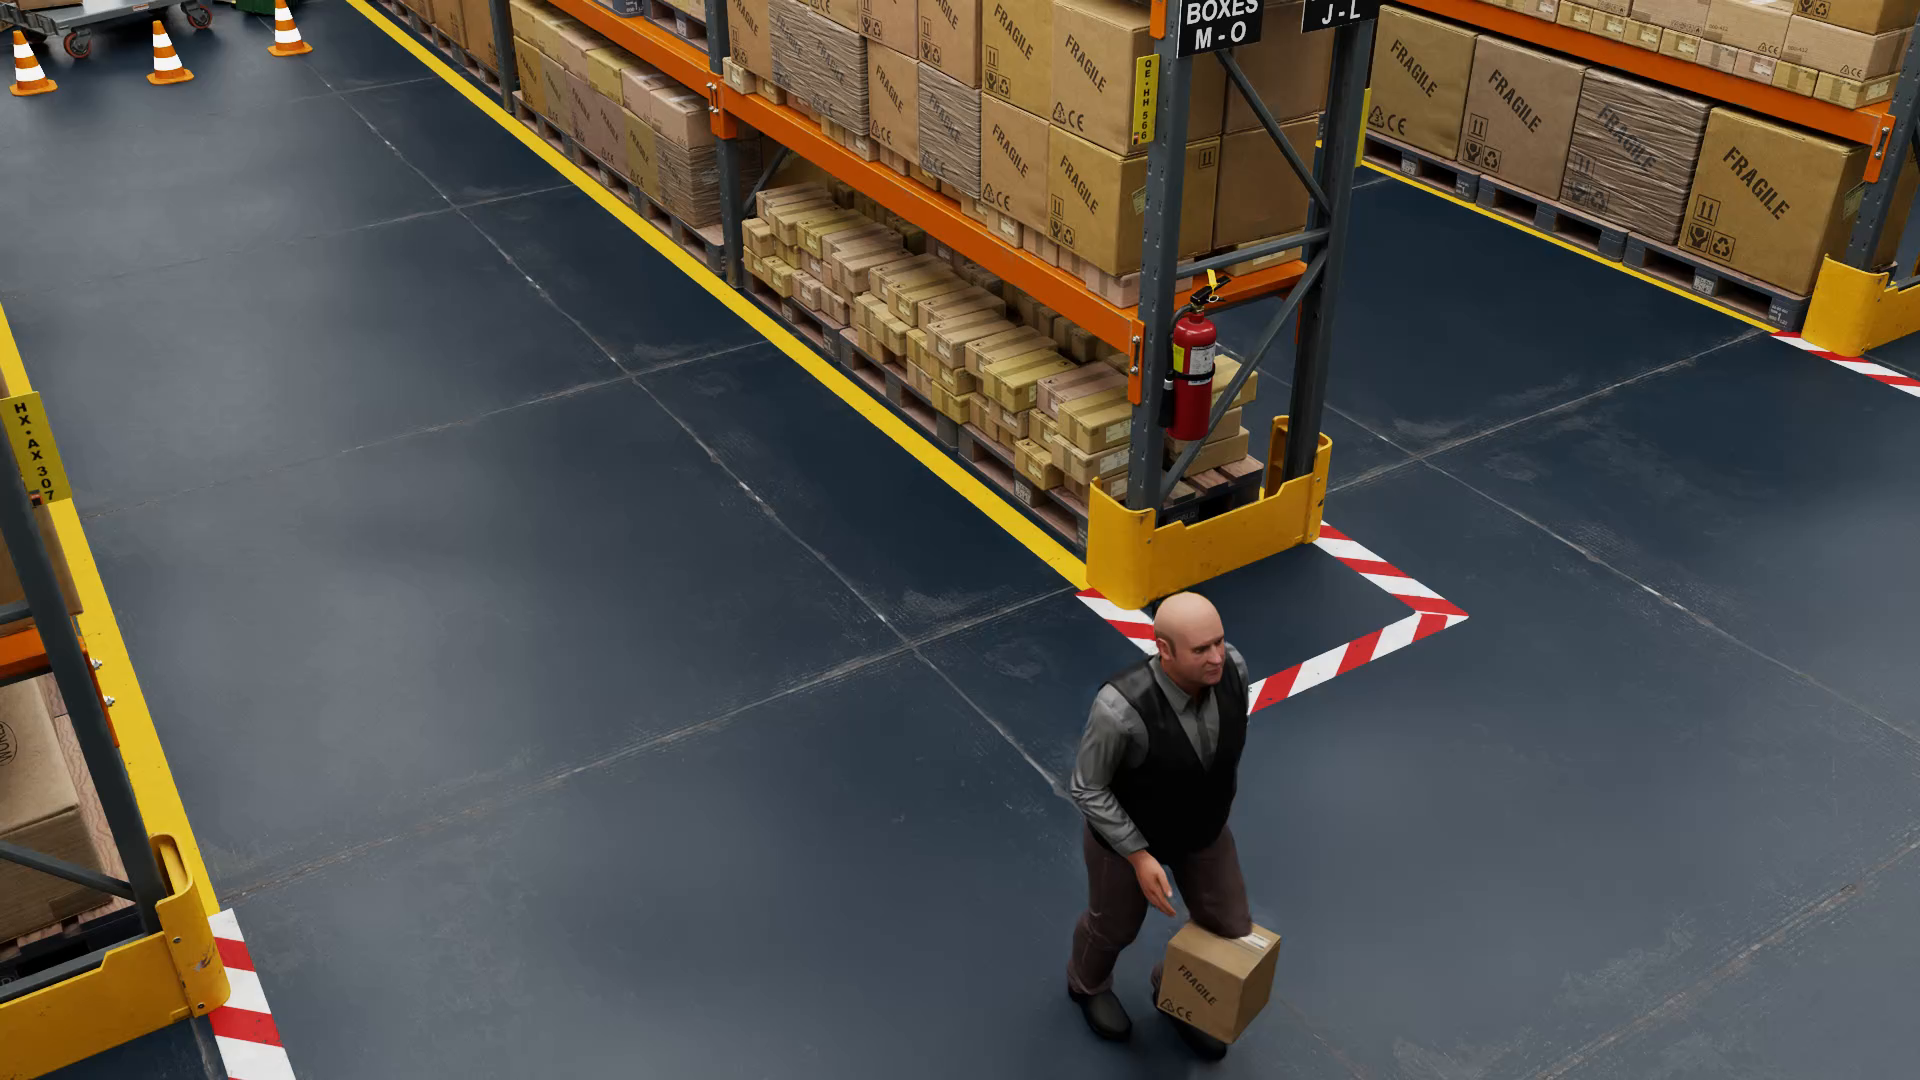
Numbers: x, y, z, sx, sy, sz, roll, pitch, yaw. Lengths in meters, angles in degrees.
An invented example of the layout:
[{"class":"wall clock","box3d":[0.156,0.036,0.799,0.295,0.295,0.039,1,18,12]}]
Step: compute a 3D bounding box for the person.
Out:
[{"class":"person","box3d":[0.598,0.850,4.845,0.658,1.694,0.637,-17,36,-25]}]
